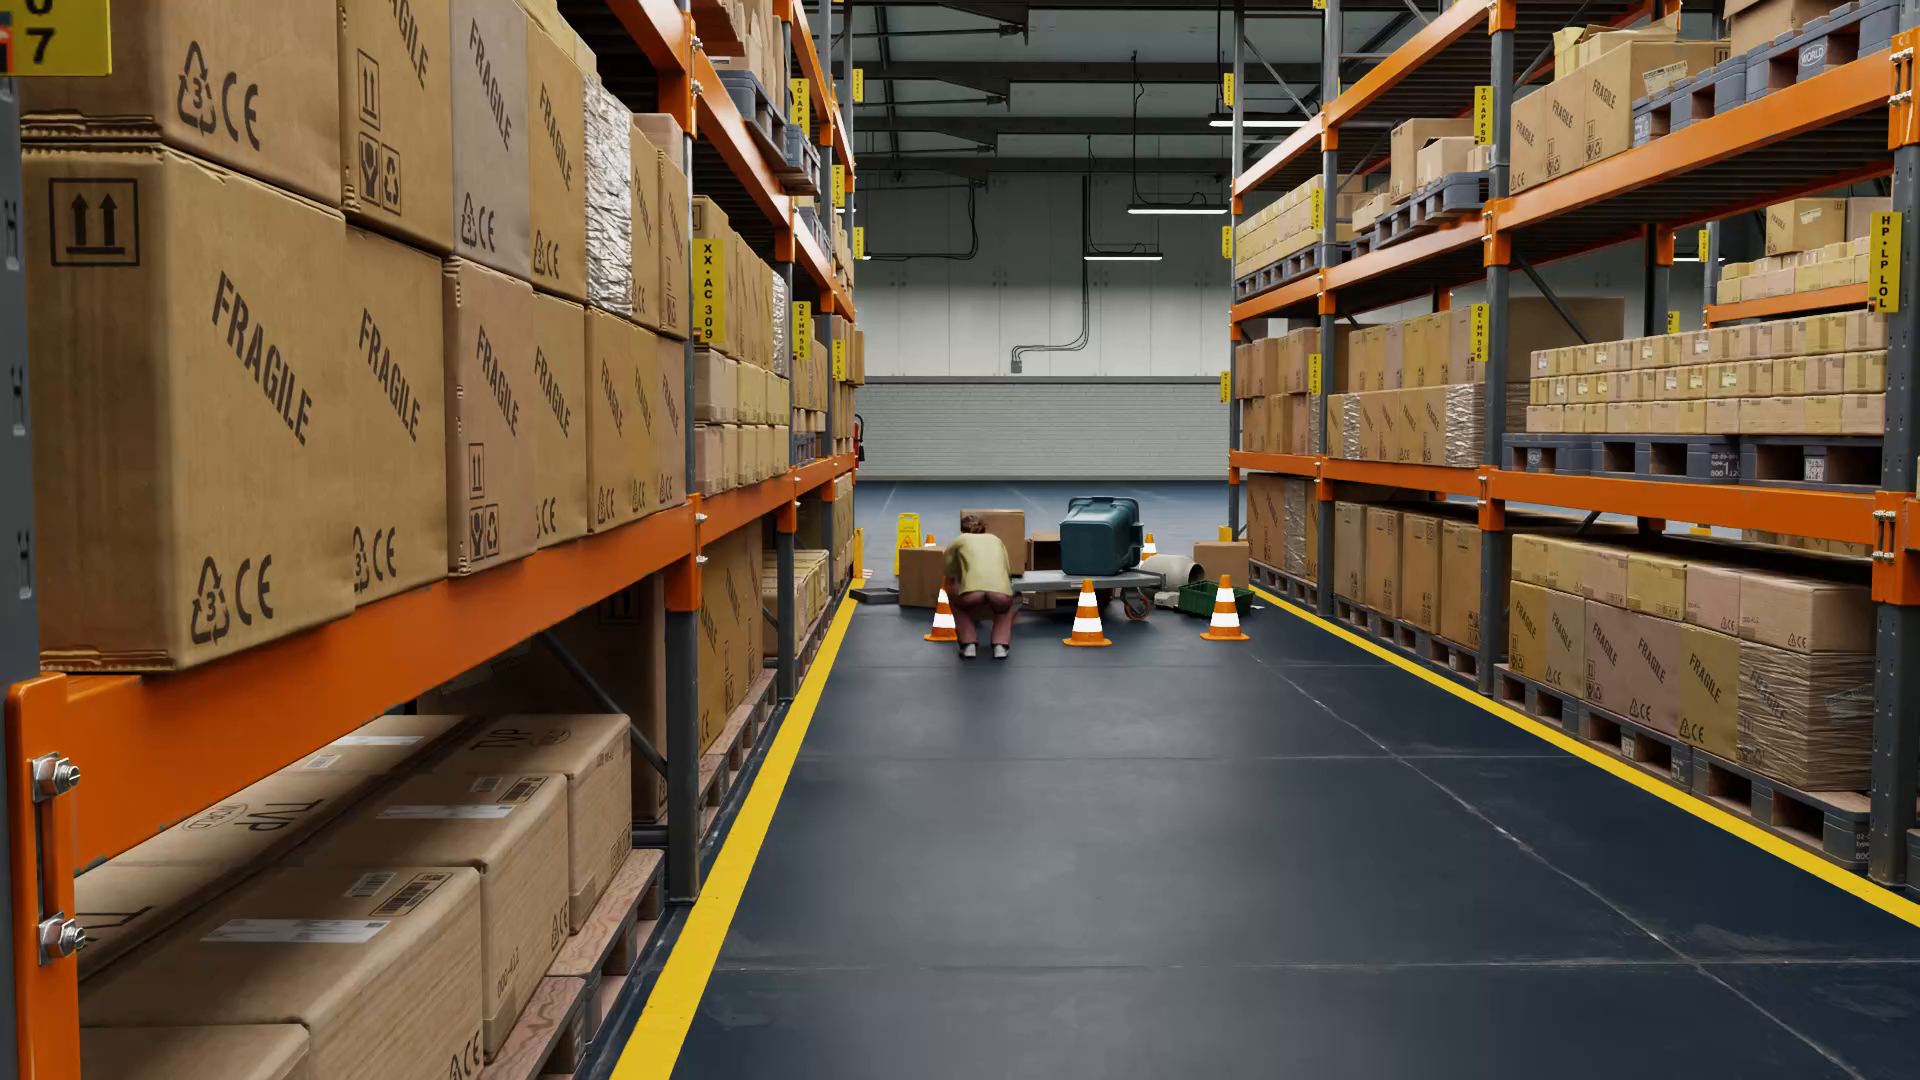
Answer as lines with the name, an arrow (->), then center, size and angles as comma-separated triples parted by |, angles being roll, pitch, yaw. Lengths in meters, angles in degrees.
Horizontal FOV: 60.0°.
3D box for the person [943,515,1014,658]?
person -> 0.129, 0.310, 11.350 | 0.493, 0.943, 0.801 | 0, 4, -1
